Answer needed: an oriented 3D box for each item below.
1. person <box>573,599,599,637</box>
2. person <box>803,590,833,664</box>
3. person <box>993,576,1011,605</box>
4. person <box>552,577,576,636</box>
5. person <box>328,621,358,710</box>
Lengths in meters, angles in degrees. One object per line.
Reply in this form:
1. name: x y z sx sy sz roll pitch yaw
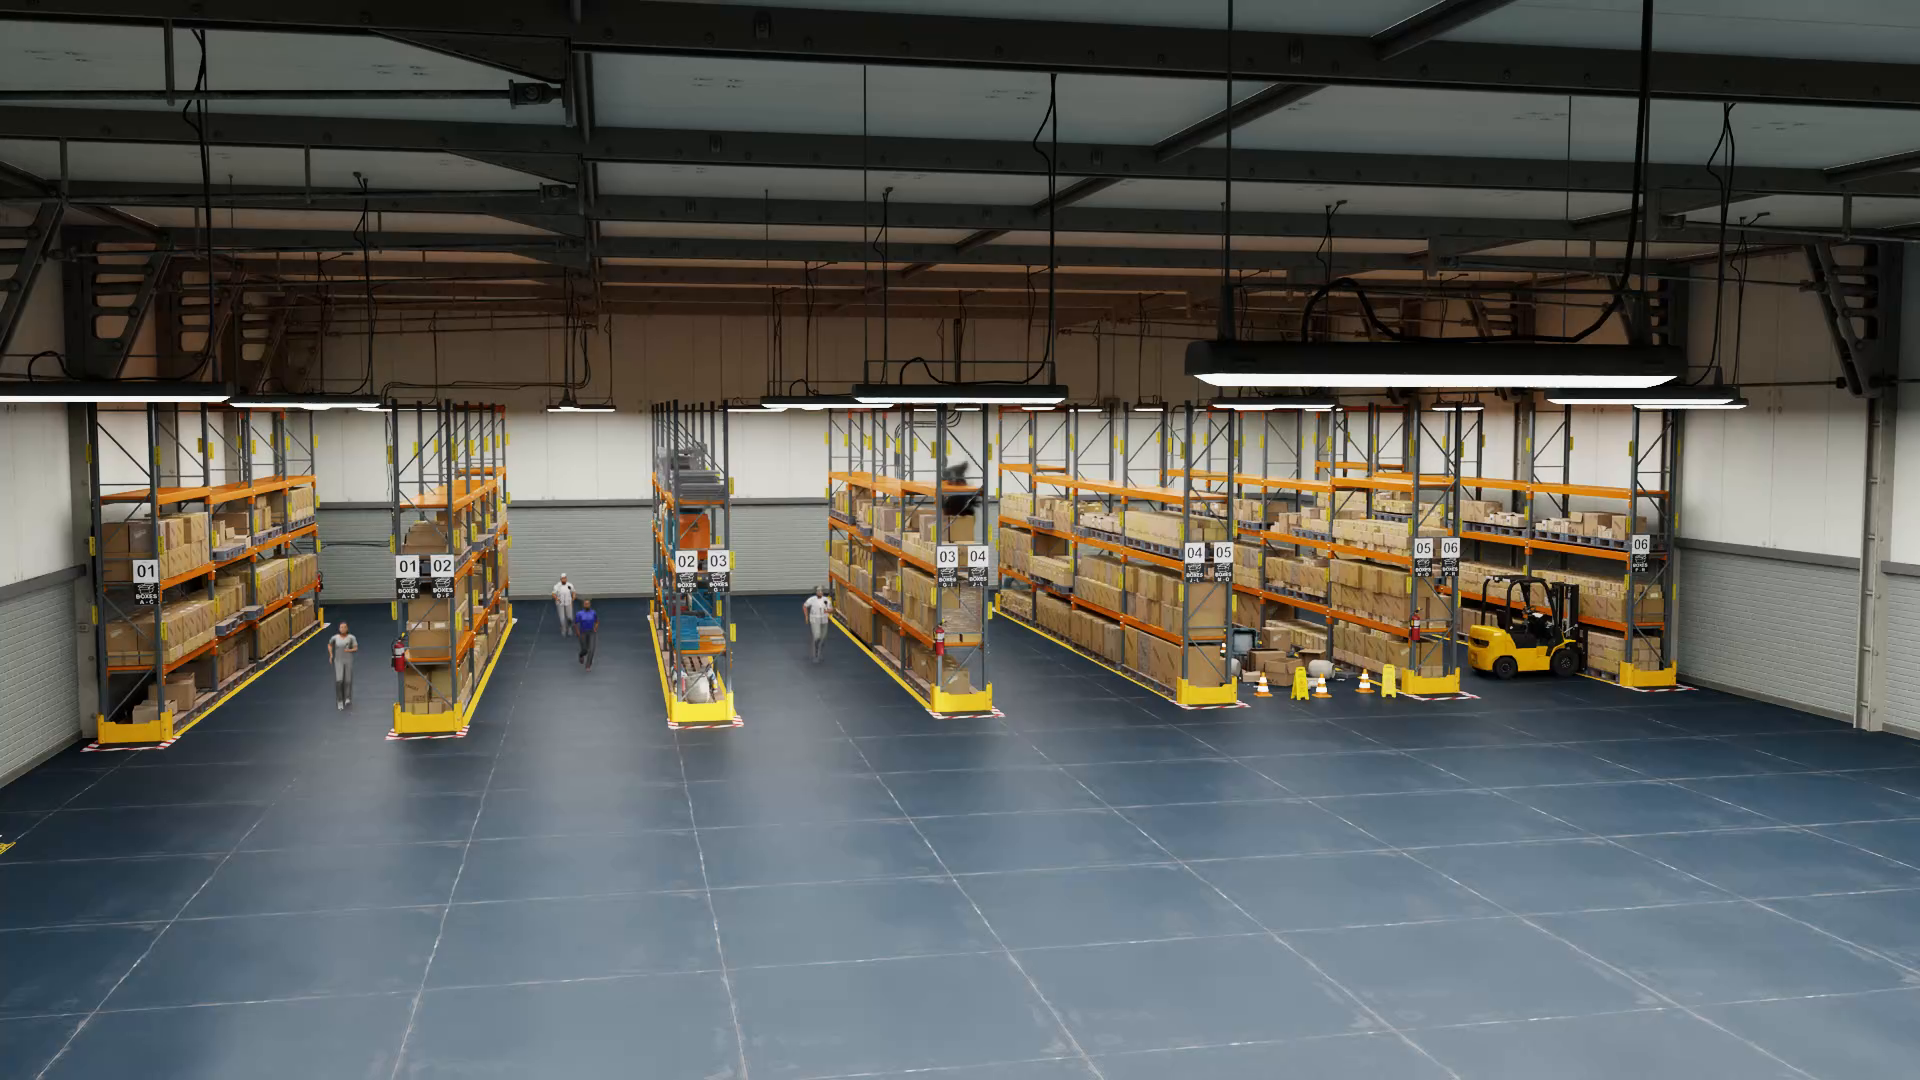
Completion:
1. person: -8.300 1.739 37.057 0.575 0.826 0.365 -2 5 -26
2. person: -3.255 1.974 38.511 0.631 1.798 0.754 -2 5 -22
3. person: 1.436 1.105 49.899 0.931 1.711 0.715 -1 4 -10
4. person: -10.188 1.688 42.806 0.606 1.611 0.571 -1 4 -17
5. person: -12.037 2.442 32.472 0.531 1.720 0.738 -2 5 -23
